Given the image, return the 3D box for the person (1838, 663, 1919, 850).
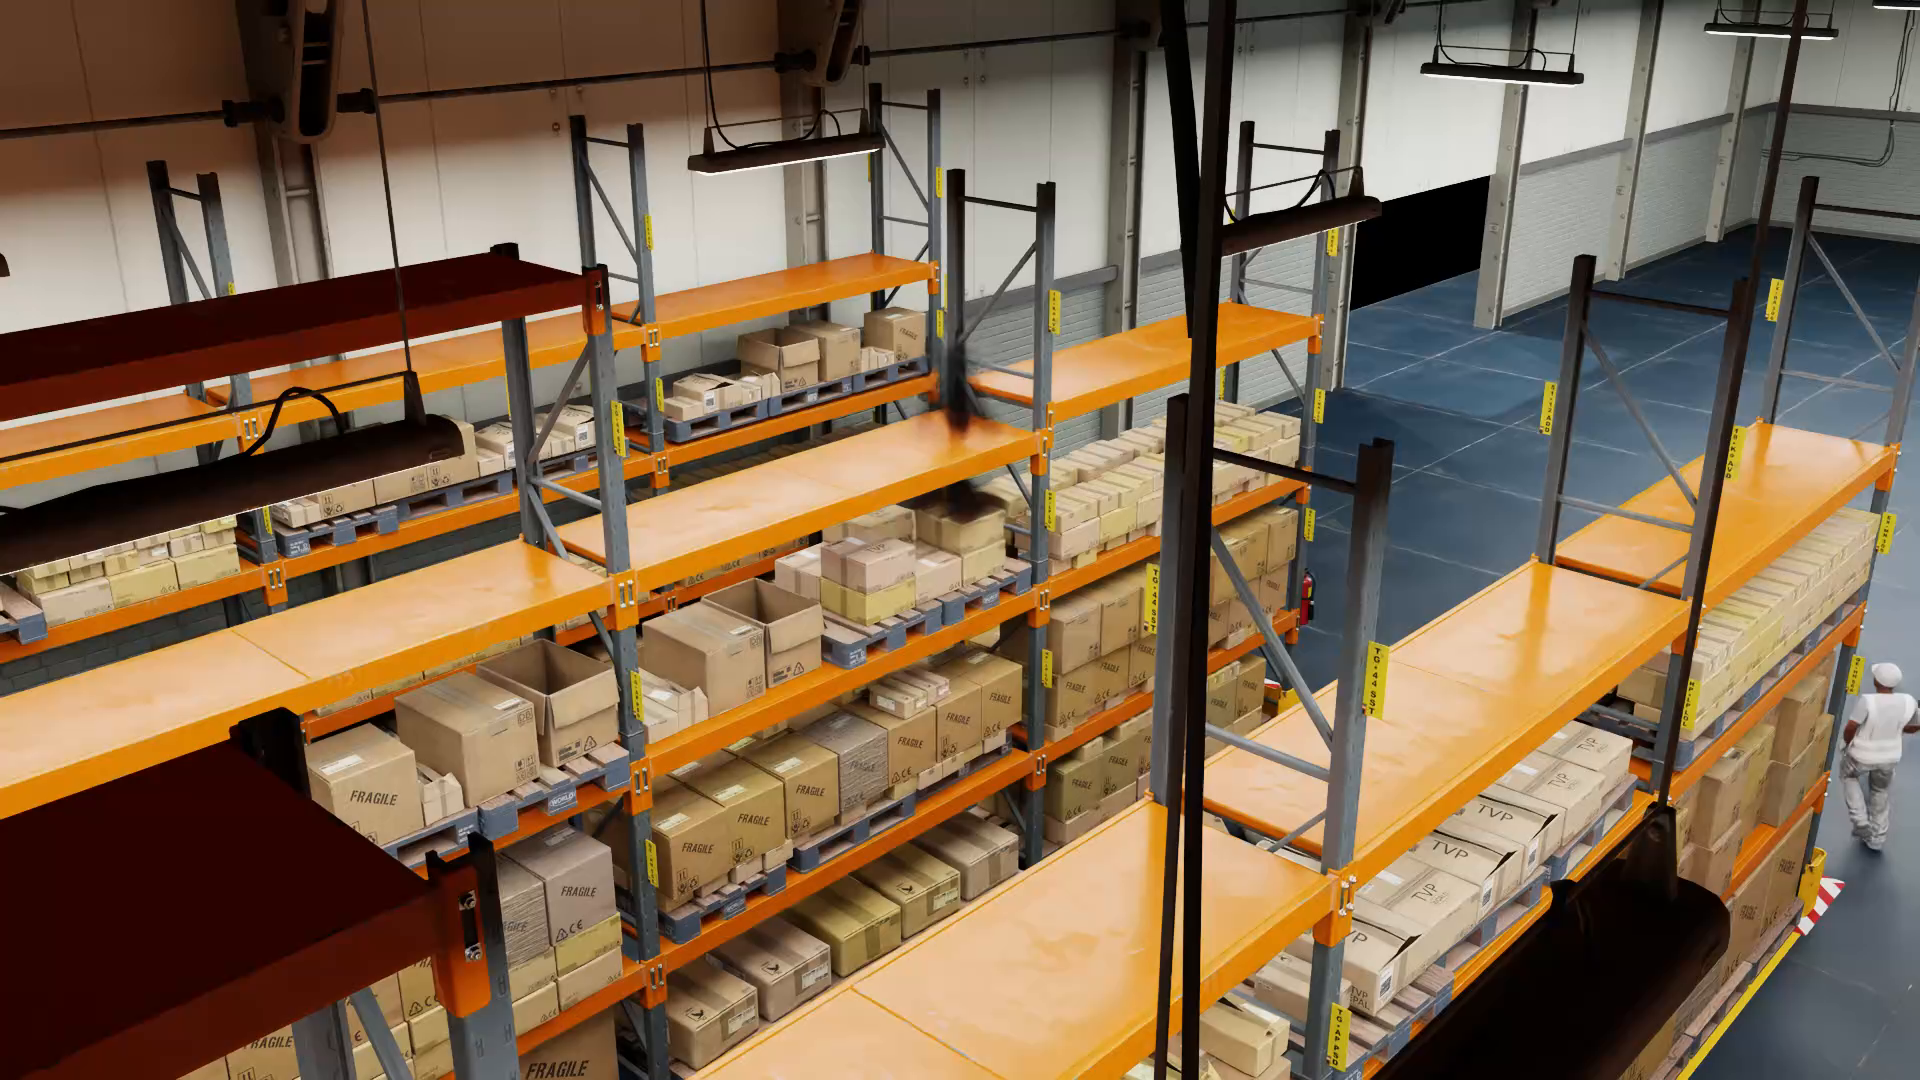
[{"bbox_3d":[8.090,1.868,14.797,0.717,1.753,0.618,2,21,6],"label":"person"}]
